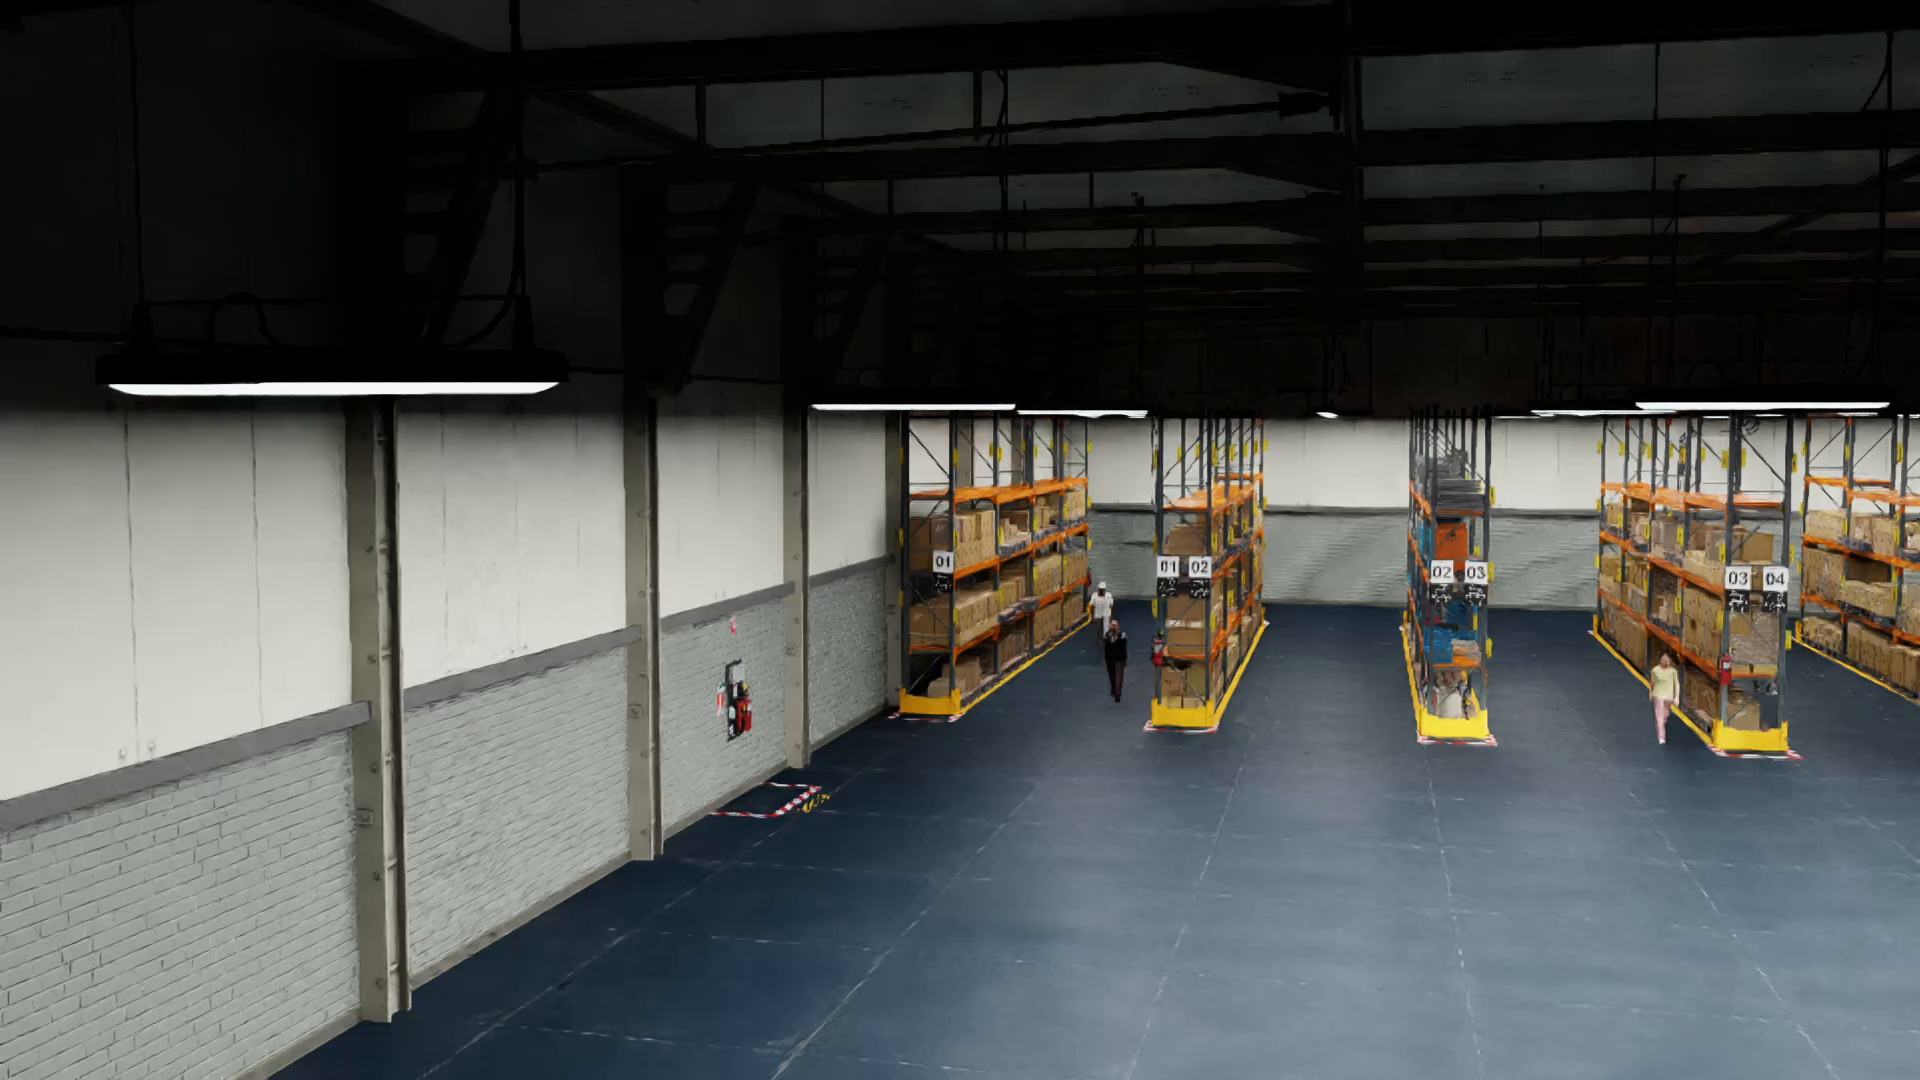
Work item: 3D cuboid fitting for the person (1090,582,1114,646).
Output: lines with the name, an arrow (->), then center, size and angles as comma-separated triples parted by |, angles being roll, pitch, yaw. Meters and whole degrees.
person -> 3.537, 1.878, 41.601 | 0.583, 1.686, 1.111 | 1, 4, 12

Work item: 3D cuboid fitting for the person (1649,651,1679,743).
person -> 12.558, 2.787, 29.632 | 0.456, 1.610, 1.019 | 1, 4, 14

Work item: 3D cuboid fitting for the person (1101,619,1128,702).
person -> 3.162, 2.443, 34.101 | 0.527, 1.648, 1.115 | 1, 4, 16

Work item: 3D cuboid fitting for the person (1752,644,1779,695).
person -> 16.911, 2.405, 34.902 | 0.569, 1.635, 0.684 | 0, 4, 6
